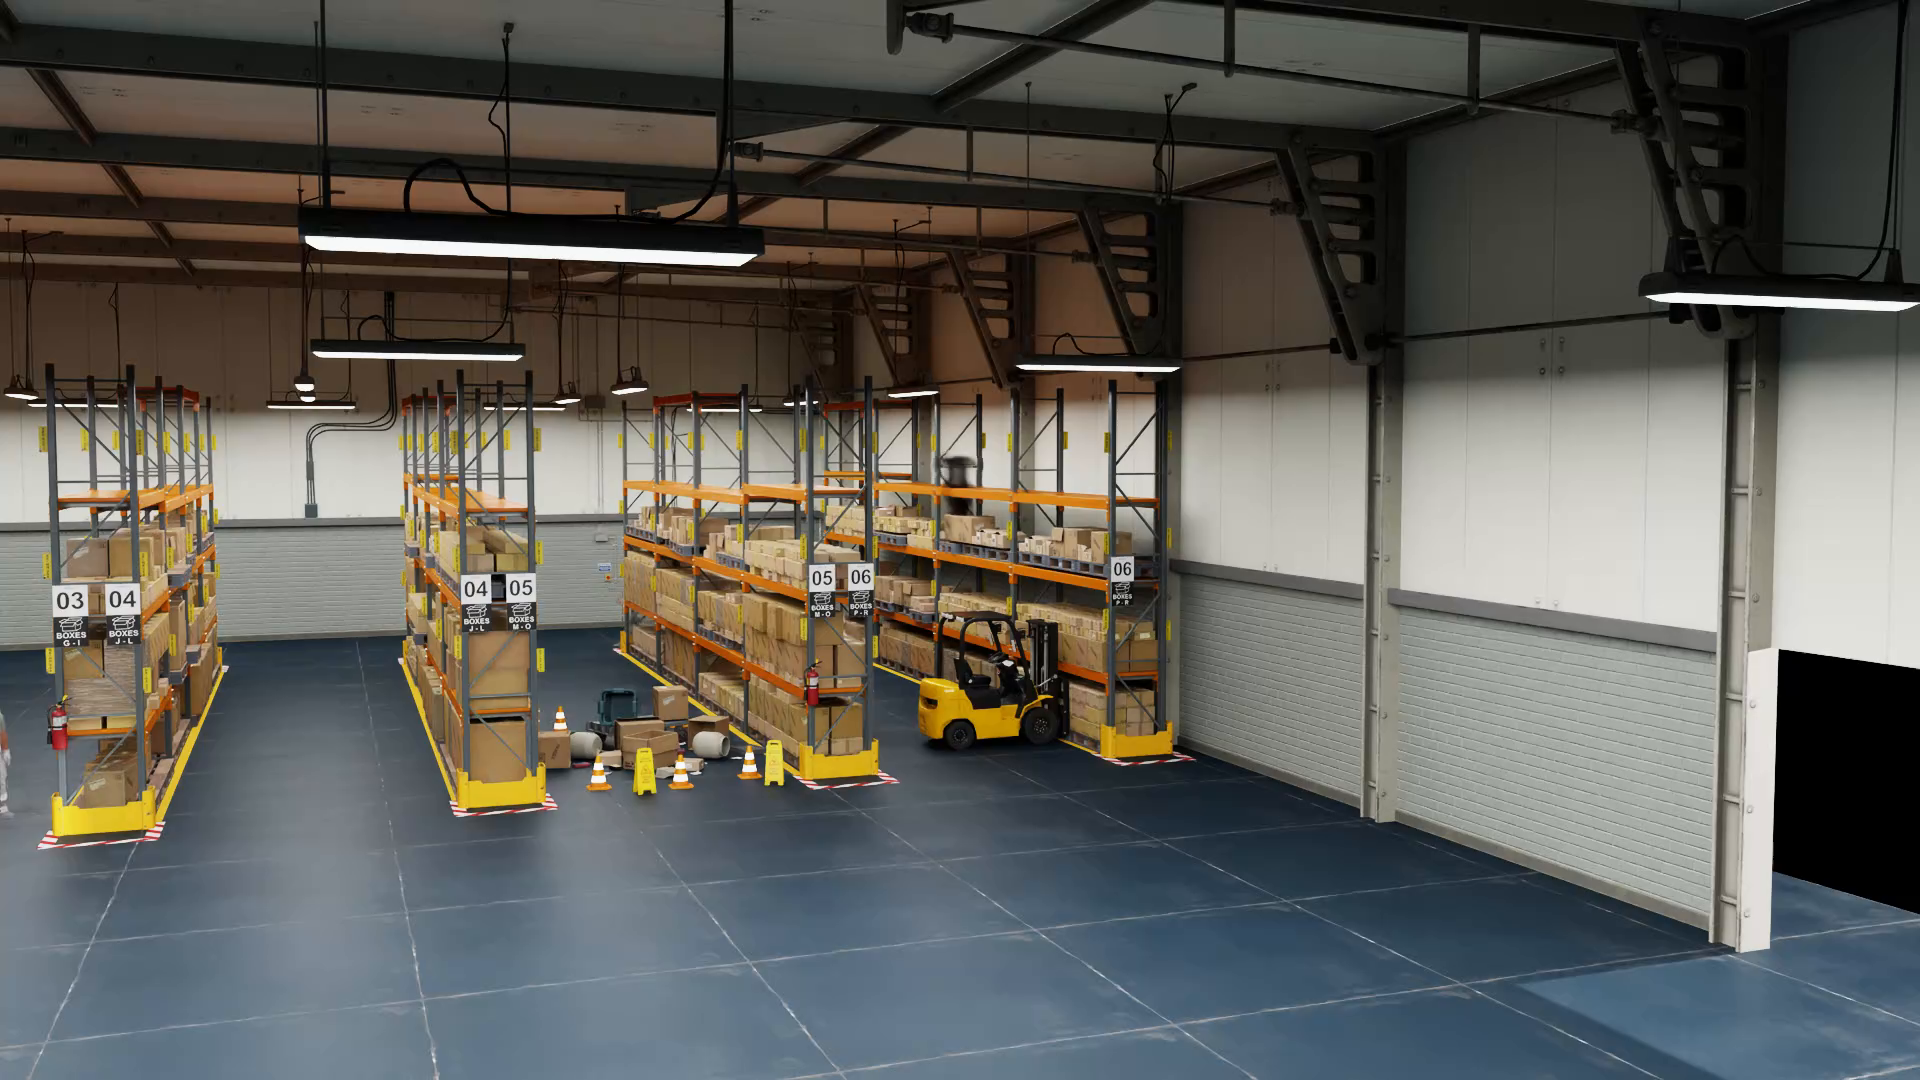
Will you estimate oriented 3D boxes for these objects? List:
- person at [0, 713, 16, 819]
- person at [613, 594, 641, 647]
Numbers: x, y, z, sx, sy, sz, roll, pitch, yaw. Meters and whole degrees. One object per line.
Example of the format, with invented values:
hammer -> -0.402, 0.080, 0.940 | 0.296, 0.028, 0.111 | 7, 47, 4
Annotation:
person -> -12.785, 2.843, 21.863 | 0.507, 1.754, 0.641 | 3, 4, 40
person -> -8.034, 1.725, 40.795 | 0.978, 1.759, 0.664 | -1, 4, -20
